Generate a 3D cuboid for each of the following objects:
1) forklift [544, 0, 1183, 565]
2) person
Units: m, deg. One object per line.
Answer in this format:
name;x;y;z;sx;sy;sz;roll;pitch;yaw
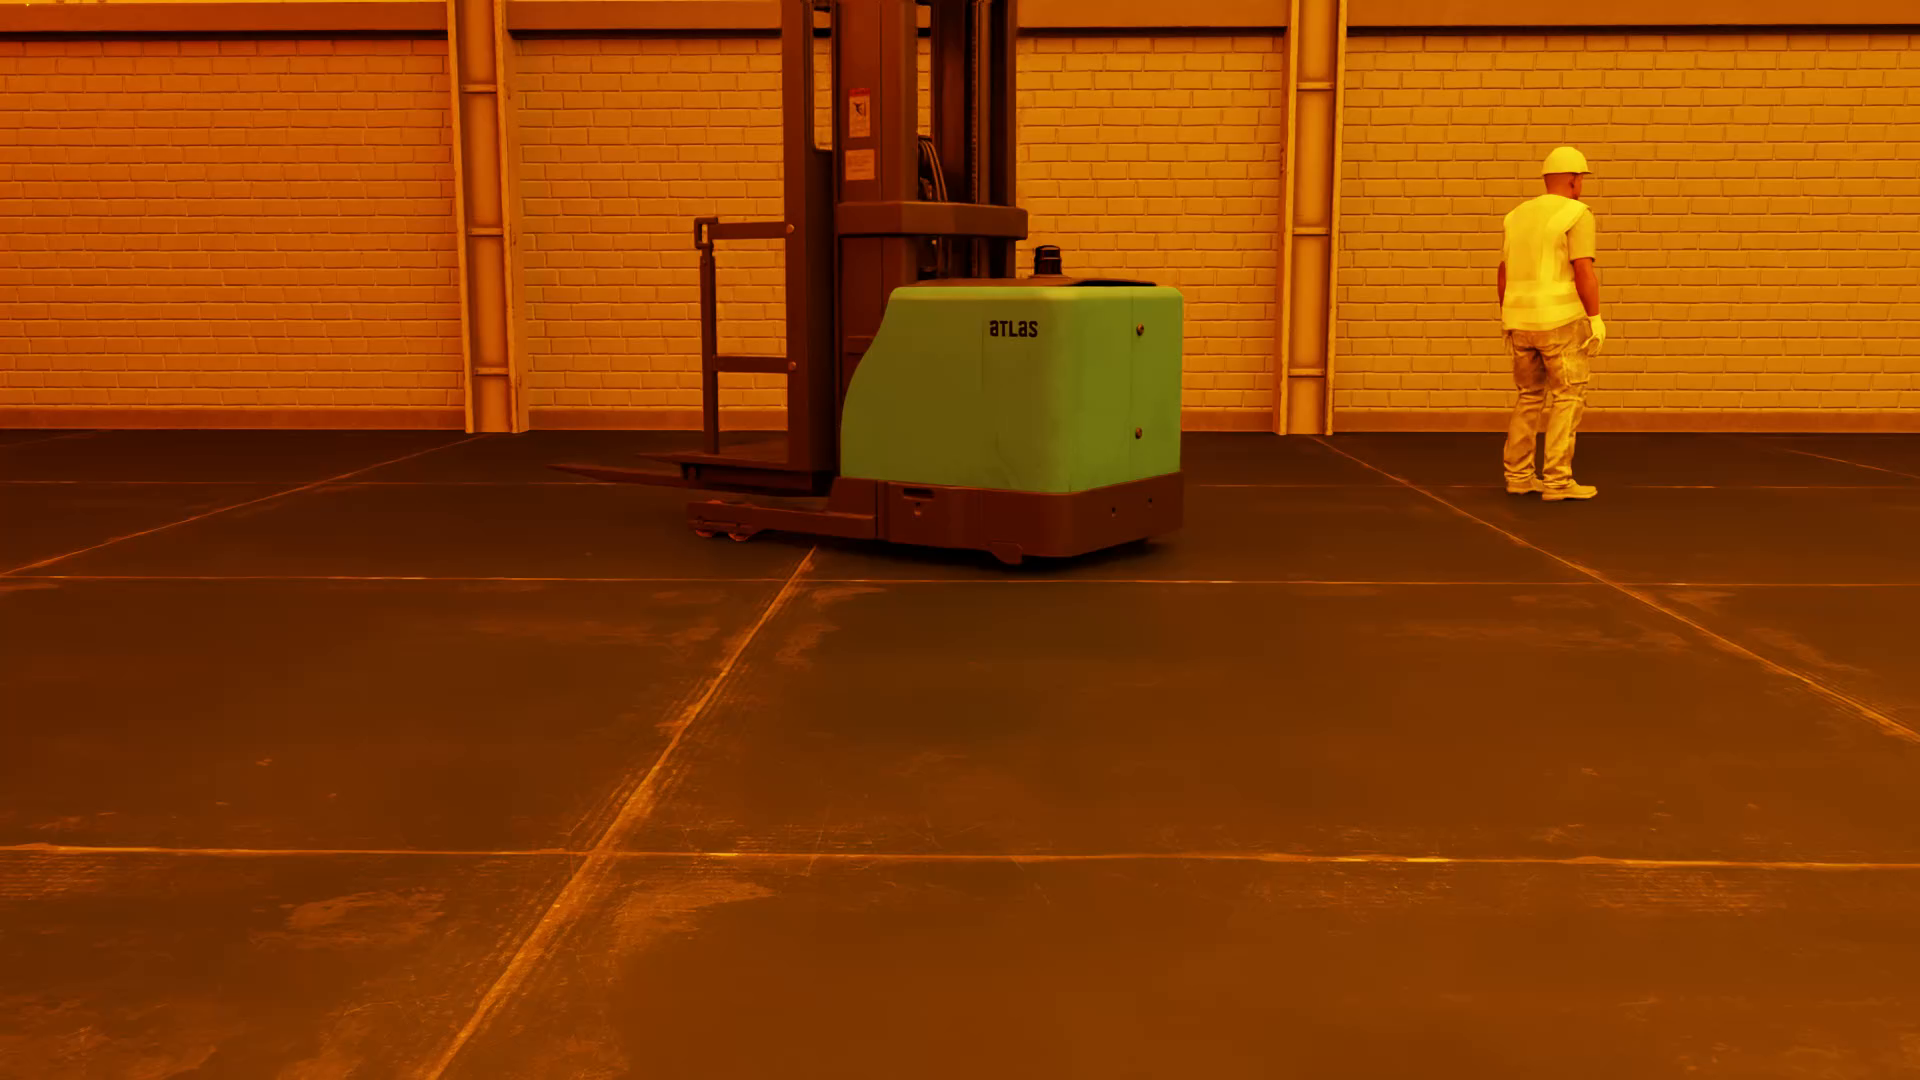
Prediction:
forklift;-0.570;-1.500;7.240;3.031;2.935;1.130;6;10;34
person;3.018;-1.103;8.492;0.436;1.774;0.621;-4;10;-26
